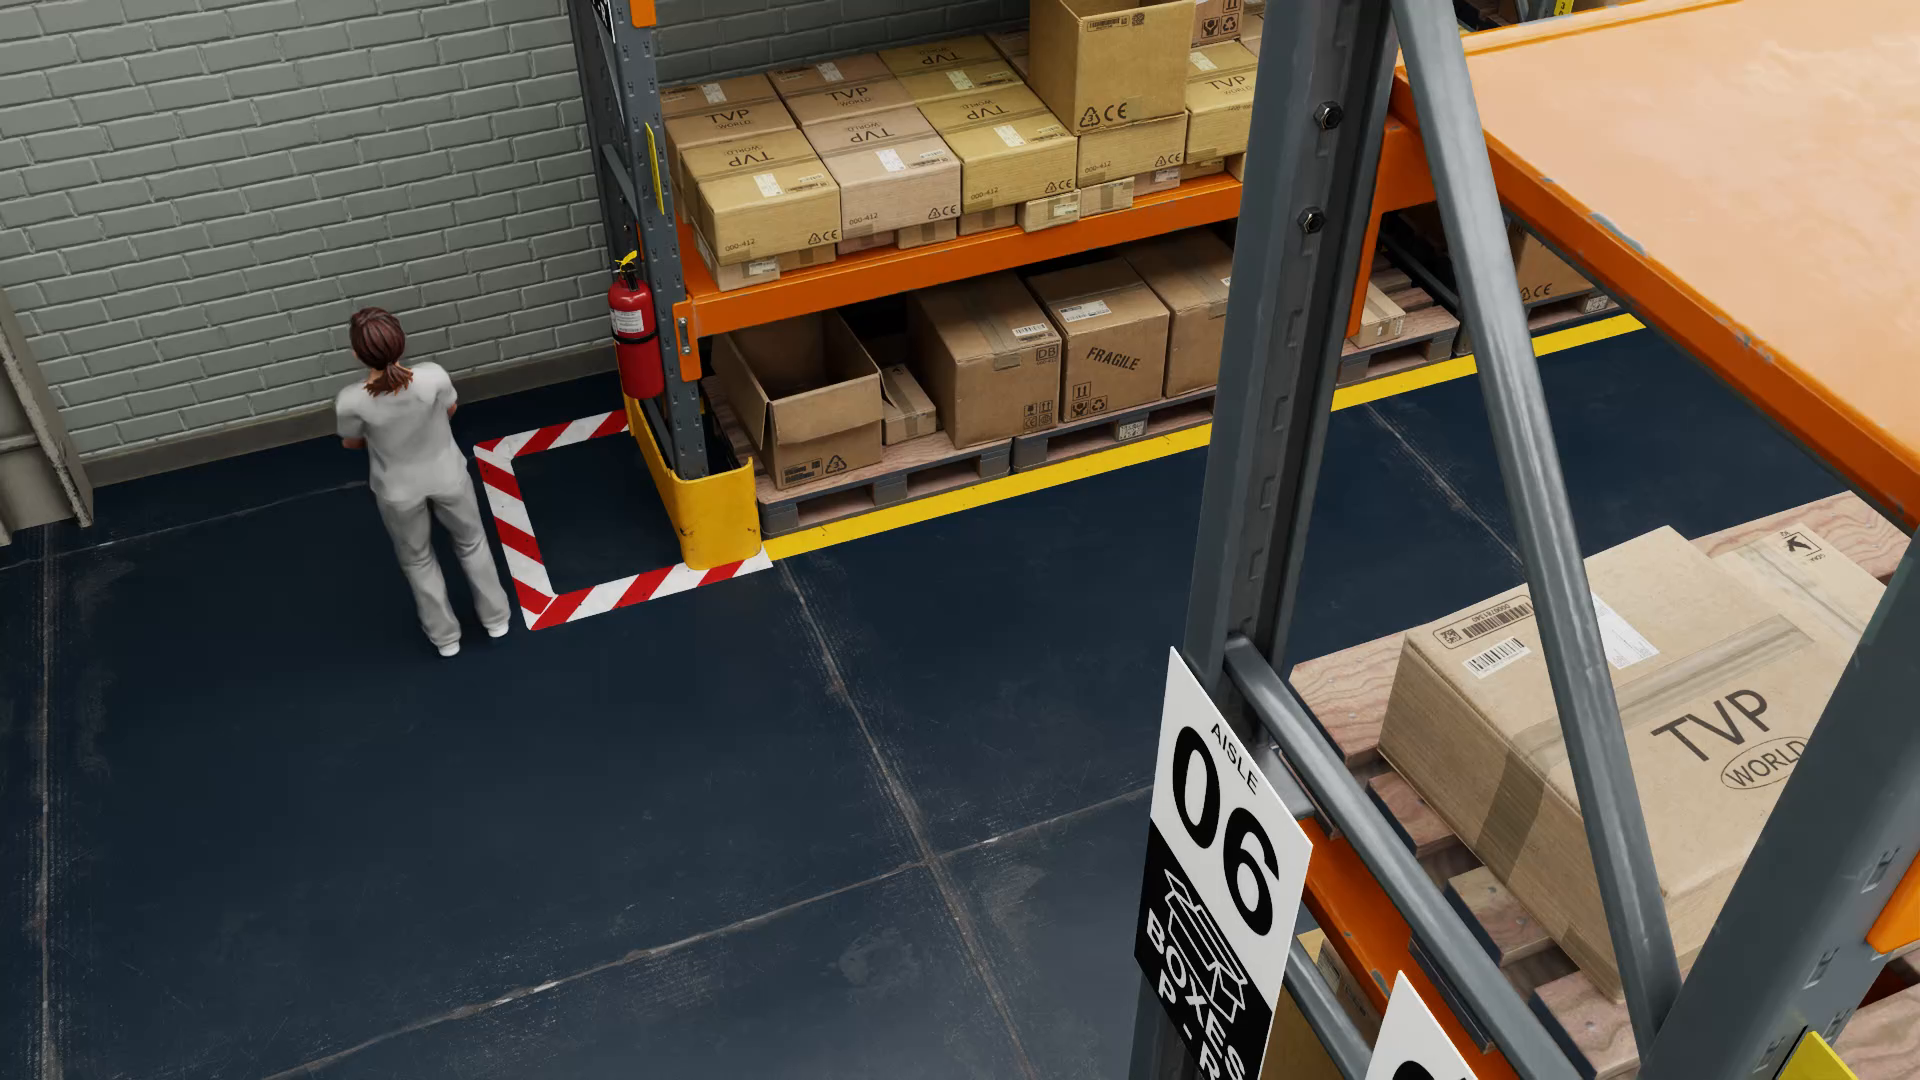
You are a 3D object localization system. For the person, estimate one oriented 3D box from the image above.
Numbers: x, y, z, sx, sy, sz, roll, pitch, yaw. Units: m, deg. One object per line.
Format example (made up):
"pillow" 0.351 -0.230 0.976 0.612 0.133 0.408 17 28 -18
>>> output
"person" -2.105 -0.249 6.437 0.458 1.674 0.540 -19 45 -20
